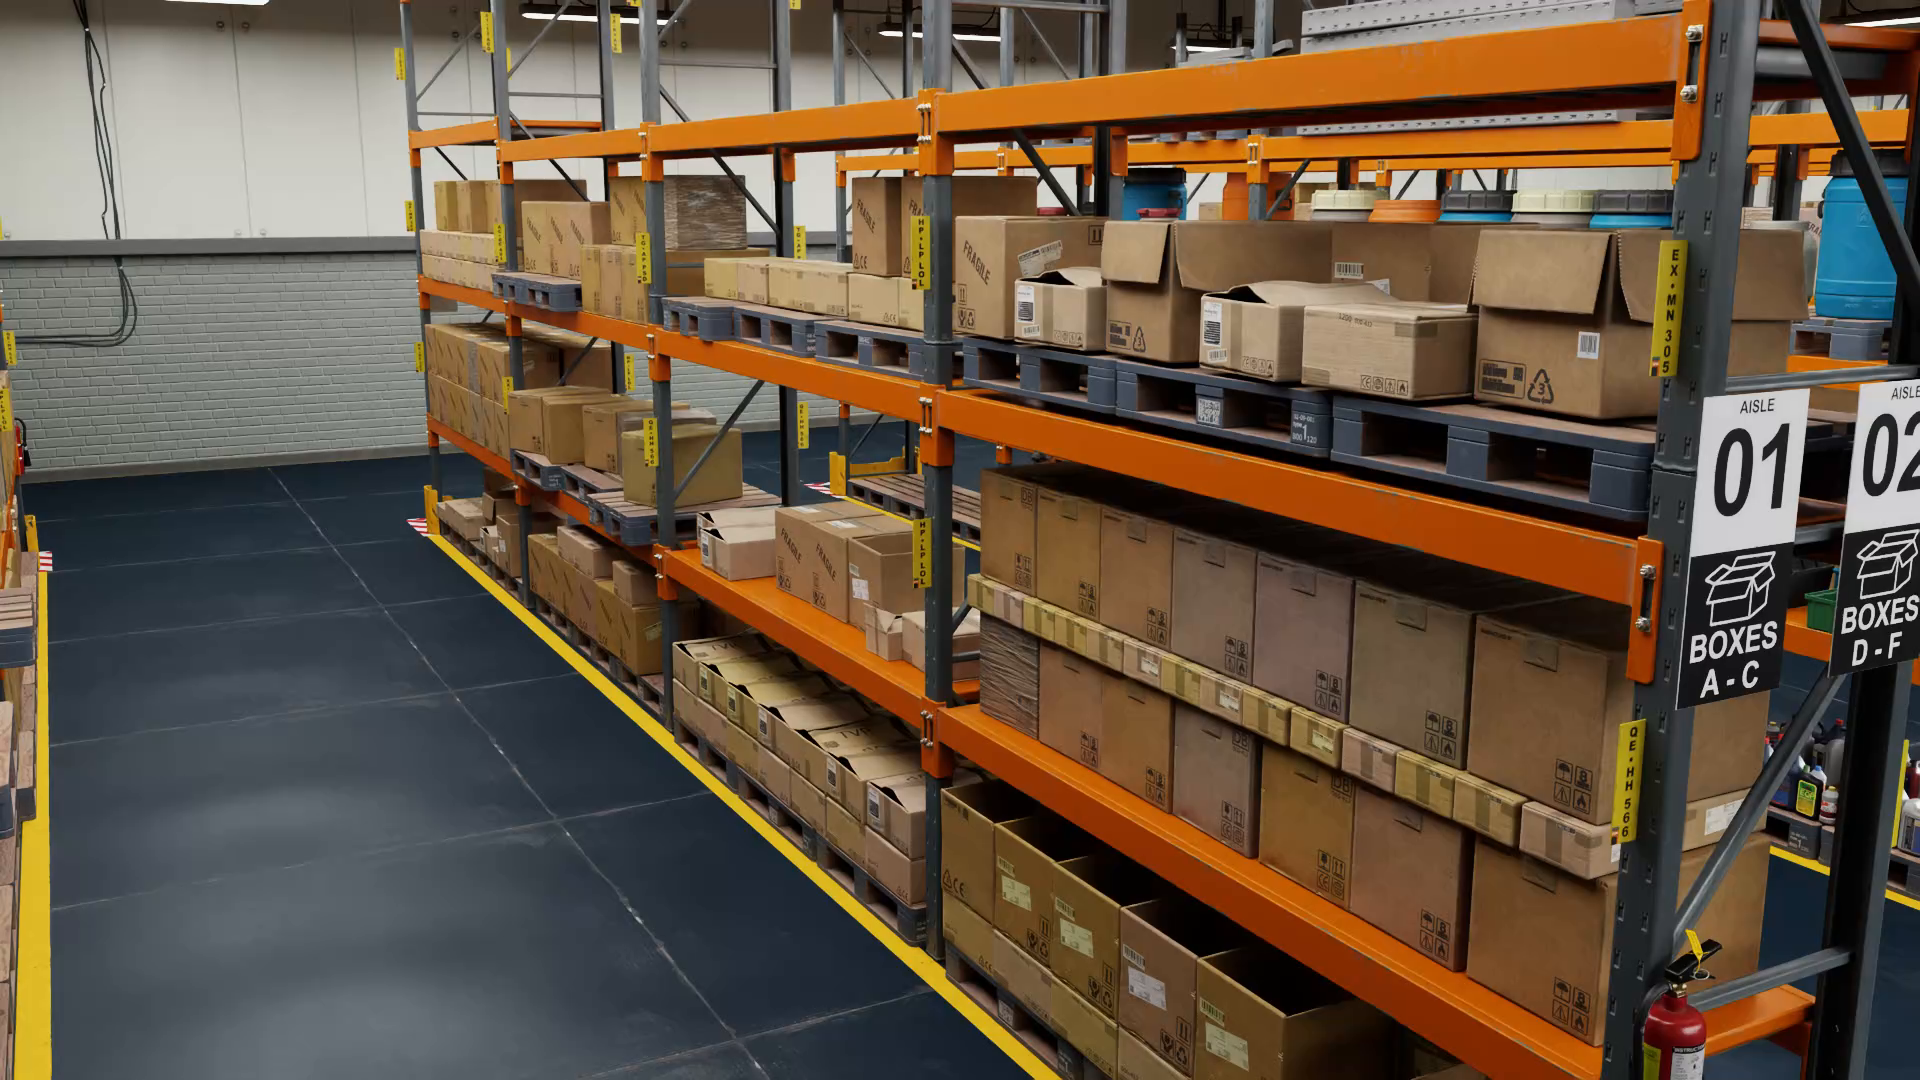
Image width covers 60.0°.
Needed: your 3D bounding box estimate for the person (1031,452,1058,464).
[{"bbox_3d":[0.656,-0.010,13.983,0.805,1.637,0.519,0,12,-2],"label":"person"}]
